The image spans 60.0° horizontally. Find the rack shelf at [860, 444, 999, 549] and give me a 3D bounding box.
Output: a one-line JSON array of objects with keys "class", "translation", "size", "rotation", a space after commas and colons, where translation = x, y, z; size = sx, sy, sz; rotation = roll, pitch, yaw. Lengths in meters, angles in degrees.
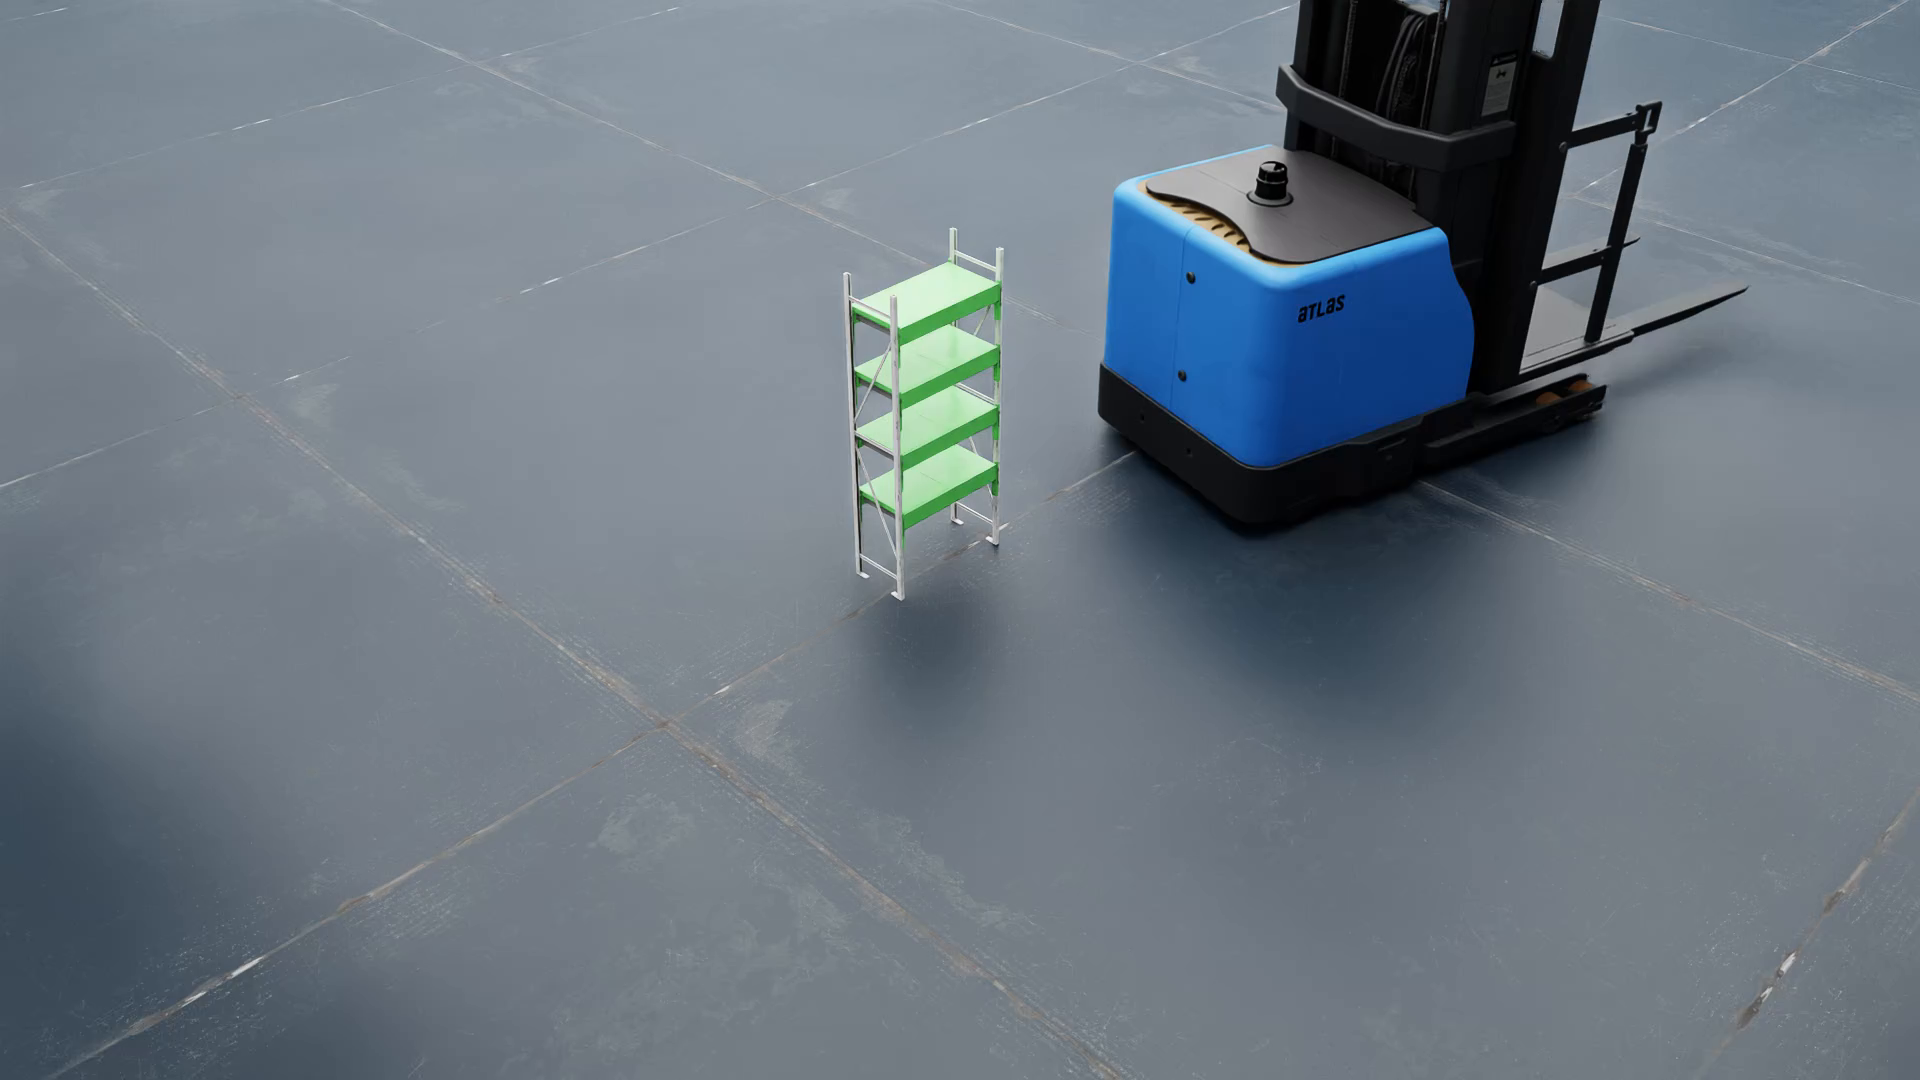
[{"class": "rack shelf", "translation": [-0.117, -0.176, 5.984], "size": [0.258, 0.148, 0.480], "rotation": [30, 45, 35]}]

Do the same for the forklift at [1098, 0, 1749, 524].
[{"class": "forklift", "translation": [2.098, -1.885, 6.391], "size": [3.031, 2.935, 1.130], "rotation": [-19, 39, -25]}]

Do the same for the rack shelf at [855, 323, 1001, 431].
[{"class": "rack shelf", "translation": [-0.117, -0.569, 5.710], "size": [0.258, 0.148, 0.480], "rotation": [30, 45, 35]}]

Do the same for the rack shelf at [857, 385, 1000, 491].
[{"class": "rack shelf", "translation": [-0.117, -0.373, 5.847], "size": [0.258, 0.148, 0.480], "rotation": [30, 45, 35]}]

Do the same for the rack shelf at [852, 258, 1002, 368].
[{"class": "rack shelf", "translation": [-0.117, -0.766, 5.572], "size": [0.258, 0.148, 0.480], "rotation": [30, 45, 35]}]

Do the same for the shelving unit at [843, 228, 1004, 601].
[{"class": "shelving unit", "translation": [-0.117, -0.425, 5.810], "size": [0.258, 1.200, 0.503], "rotation": [30, 45, 35]}]

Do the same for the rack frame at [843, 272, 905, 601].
[{"class": "rack frame", "translation": [-0.289, -0.326, 5.668], "size": [0.240, 1.200, 0.015], "rotation": [30, 45, 35]}]

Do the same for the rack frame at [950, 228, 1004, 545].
[{"class": "rack frame", "translation": [0.055, -0.524, 5.952], "size": [0.240, 1.200, 0.015], "rotation": [30, 45, 35]}]
